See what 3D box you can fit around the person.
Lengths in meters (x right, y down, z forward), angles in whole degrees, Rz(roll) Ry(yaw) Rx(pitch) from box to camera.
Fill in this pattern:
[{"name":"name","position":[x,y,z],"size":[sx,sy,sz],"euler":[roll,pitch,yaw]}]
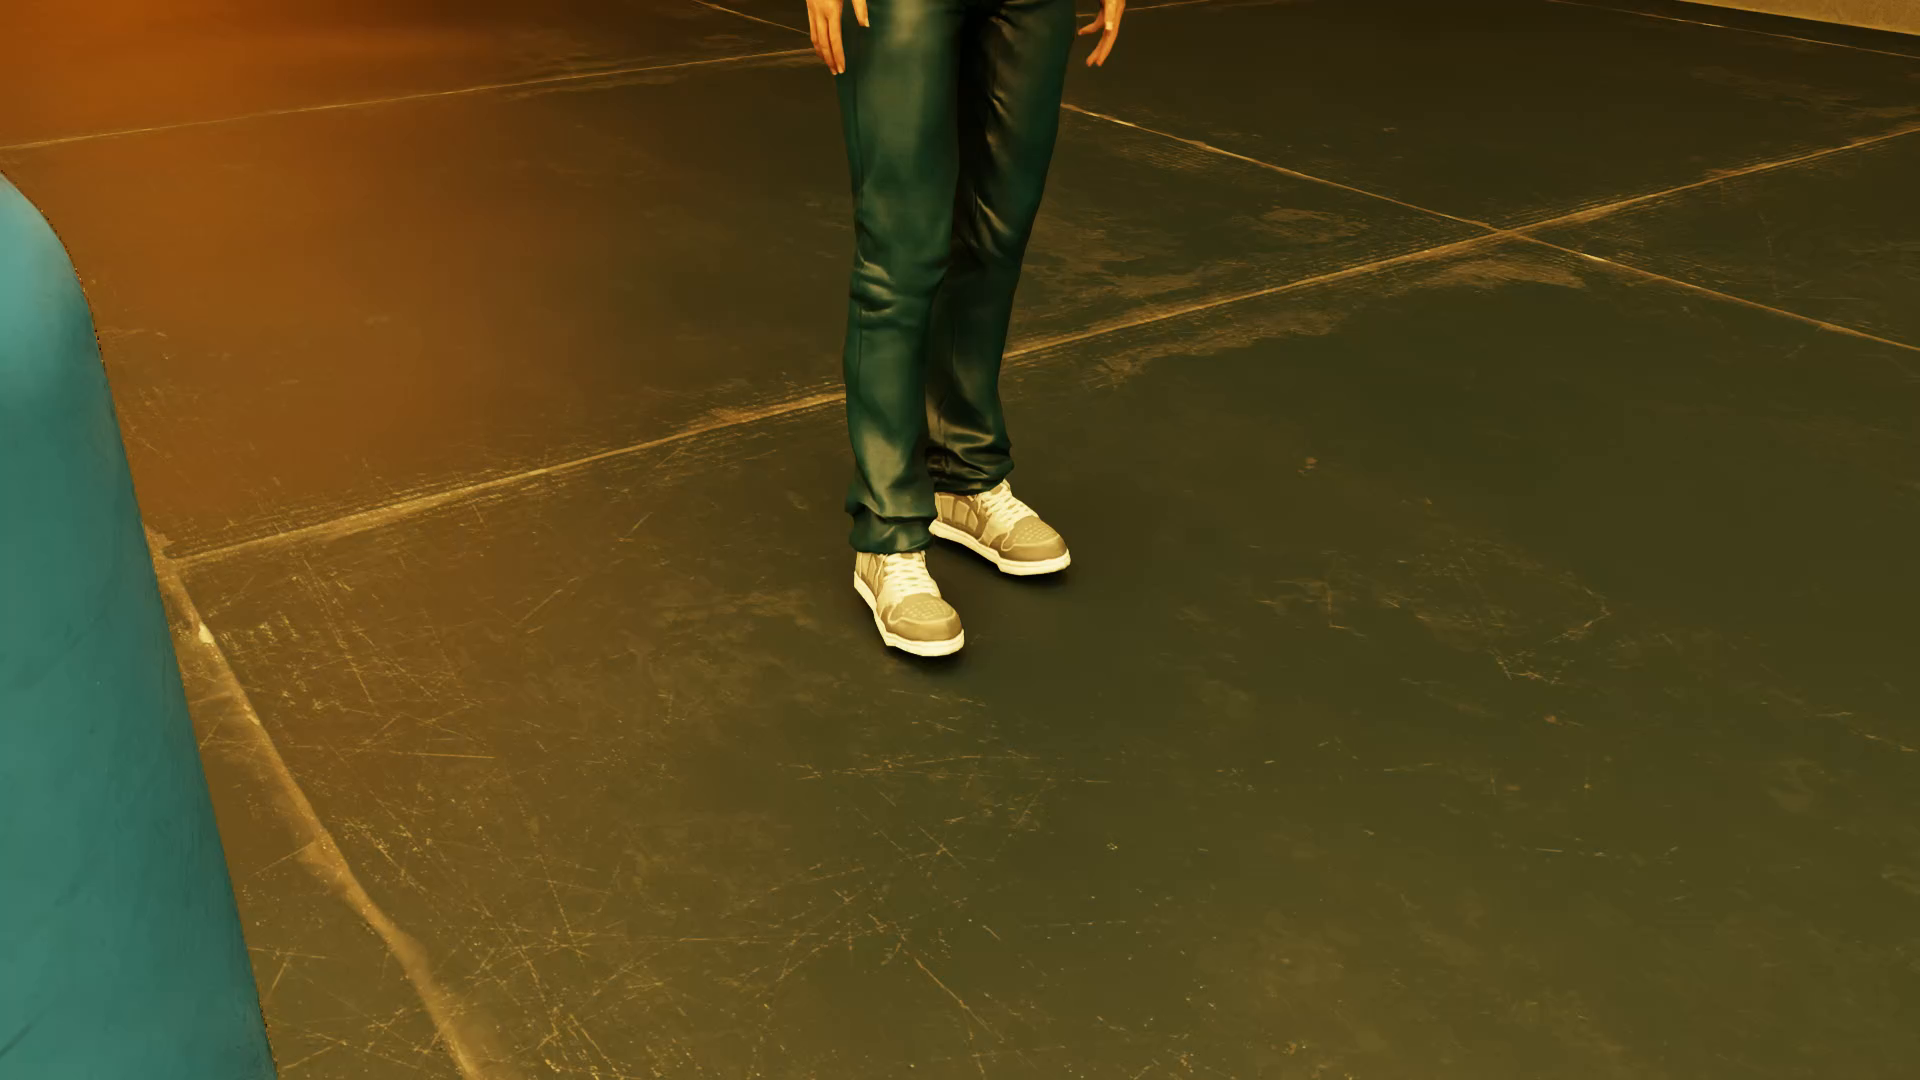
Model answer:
[{"name":"person","position":[0.030,-0.689,2.078],"size":[0.520,1.596,0.476],"euler":[-17,31,-31]}]
